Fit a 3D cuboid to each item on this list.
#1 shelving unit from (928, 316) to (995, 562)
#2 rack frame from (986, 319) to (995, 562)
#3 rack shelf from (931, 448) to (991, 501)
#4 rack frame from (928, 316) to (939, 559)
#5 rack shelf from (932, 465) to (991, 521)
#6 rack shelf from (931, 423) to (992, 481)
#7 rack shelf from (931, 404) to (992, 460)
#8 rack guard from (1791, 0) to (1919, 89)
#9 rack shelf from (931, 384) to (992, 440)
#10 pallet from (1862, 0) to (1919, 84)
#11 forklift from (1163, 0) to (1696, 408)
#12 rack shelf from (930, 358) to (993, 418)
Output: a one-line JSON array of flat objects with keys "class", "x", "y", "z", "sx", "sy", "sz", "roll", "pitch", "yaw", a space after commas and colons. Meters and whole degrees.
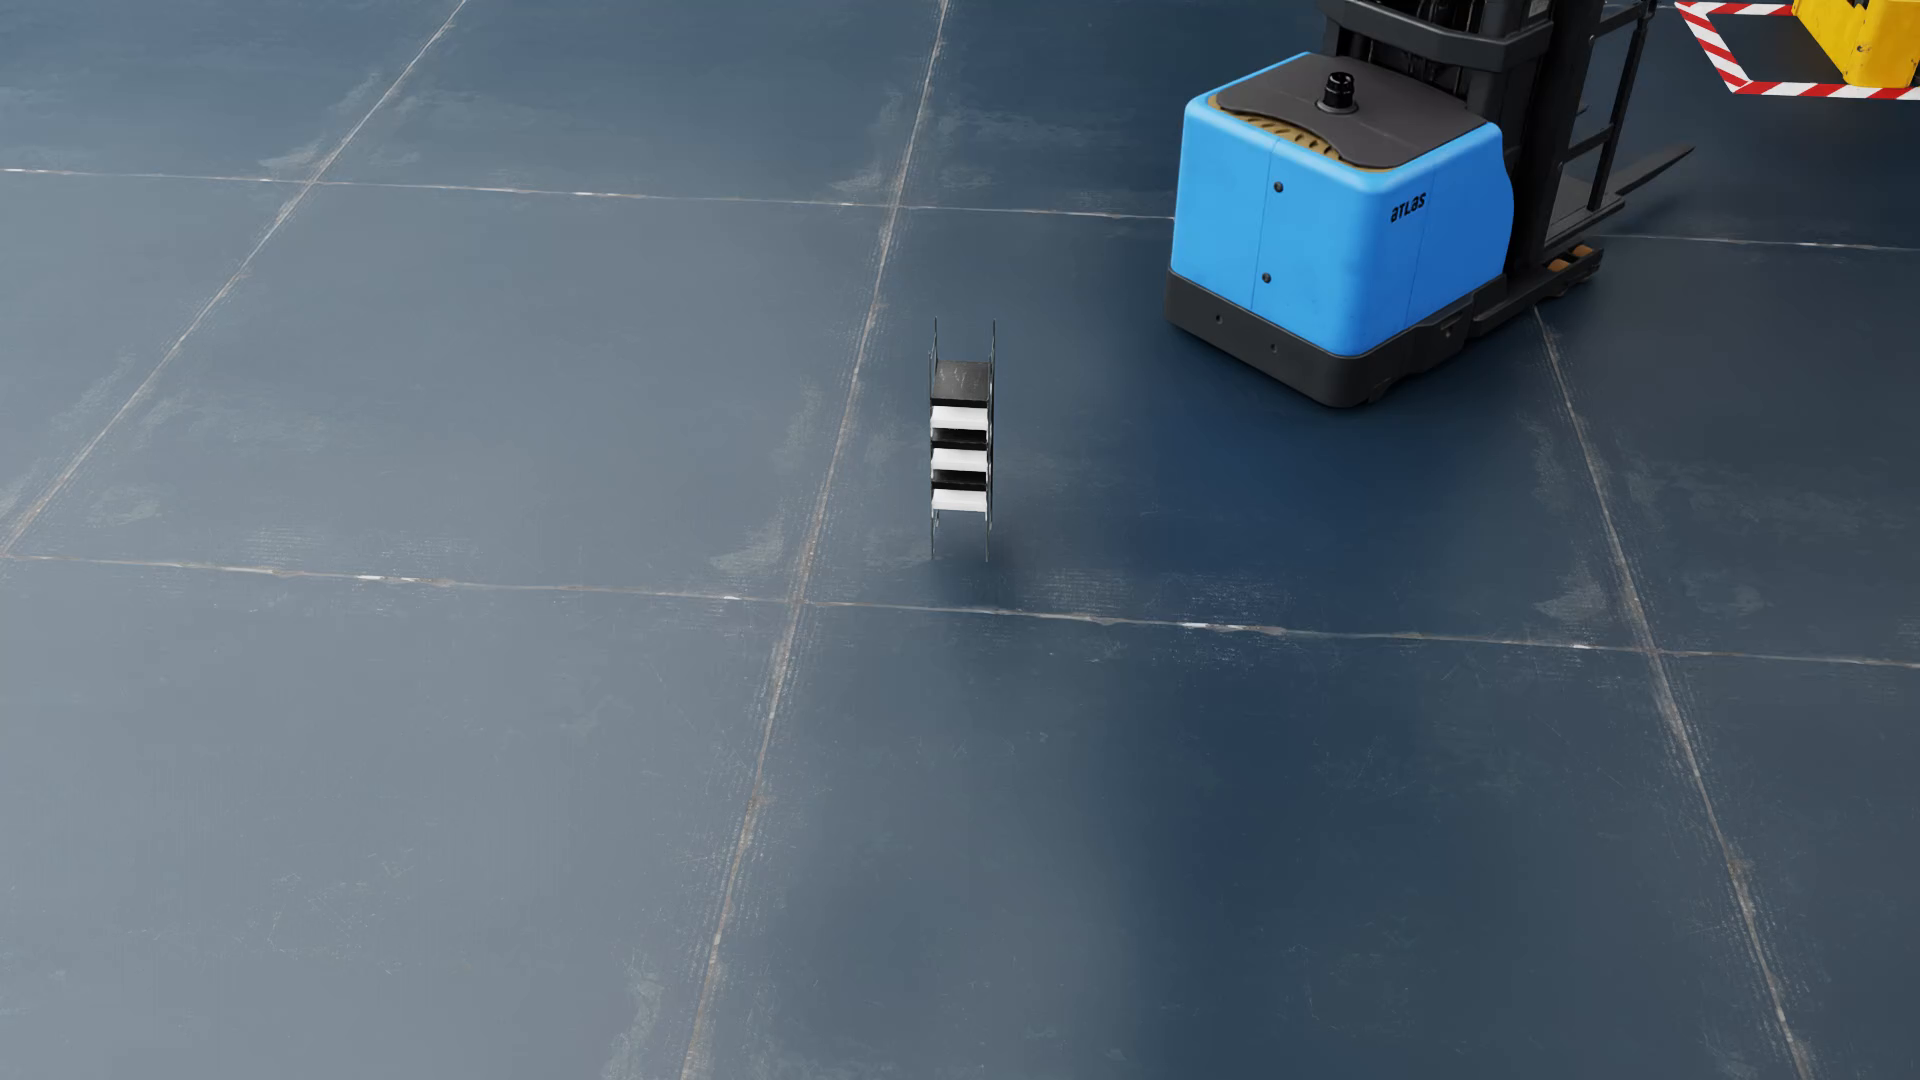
[{"class": "shelving unit", "x": 0.008, "y": -0.349, "z": 5.965, "sx": 0.210, "sy": 0.900, "sz": 0.258, "roll": 3, "pitch": 39, "yaw": 4}, {"class": "rack frame", "x": 0.109, "y": -0.343, "z": 5.959, "sx": 0.006, "sy": 0.900, "sz": 0.240, "roll": 3, "pitch": 39, "yaw": 4}, {"class": "rack shelf", "x": 0.008, "y": -0.253, "z": 6.043, "sx": 0.200, "sy": 0.077, "sz": 0.258, "roll": 3, "pitch": 39, "yaw": 4}, {"class": "rack frame", "x": -0.093, "y": -0.354, "z": 5.972, "sx": 0.006, "sy": 0.900, "sz": 0.240, "roll": 3, "pitch": 39, "yaw": 4}, {"class": "rack shelf", "x": 0.008, "y": -0.183, "z": 6.100, "sx": 0.200, "sy": 0.077, "sz": 0.258, "roll": 3, "pitch": 39, "yaw": 4}, {"class": "rack shelf", "x": 0.008, "y": -0.323, "z": 5.986, "sx": 0.200, "sy": 0.077, "sz": 0.258, "roll": 3, "pitch": 39, "yaw": 4}, {"class": "rack shelf", "x": 0.008, "y": -0.392, "z": 5.930, "sx": 0.200, "sy": 0.077, "sz": 0.258, "roll": 3, "pitch": 39, "yaw": 4}, {"class": "rack guard", "x": 5.252, "y": -3.113, "z": 9.679, "sx": 0.348, "sy": 0.500, "sz": 1.175, "roll": 3, "pitch": 39, "yaw": 4}, {"class": "rack shelf", "x": 0.008, "y": -0.462, "z": 5.873, "sx": 0.200, "sy": 0.077, "sz": 0.258, "roll": 3, "pitch": 39, "yaw": 4}, {"class": "pallet", "x": 6.060, "y": -2.953, "z": 9.711, "sx": 1.213, "sy": 0.211, "sz": 1.003, "roll": 3, "pitch": 39, "yaw": 4}, {"class": "forklift", "x": 2.337, "y": -2.475, "z": 6.969, "sx": 3.031, "sy": 2.935, "sz": 1.130, "roll": -29, "pitch": 47, "yaw": -31}, {"class": "rack shelf", "x": 0.008, "y": -0.532, "z": 5.816, "sx": 0.200, "sy": 0.077, "sz": 0.258, "roll": 3, "pitch": 39, "yaw": 4}]
